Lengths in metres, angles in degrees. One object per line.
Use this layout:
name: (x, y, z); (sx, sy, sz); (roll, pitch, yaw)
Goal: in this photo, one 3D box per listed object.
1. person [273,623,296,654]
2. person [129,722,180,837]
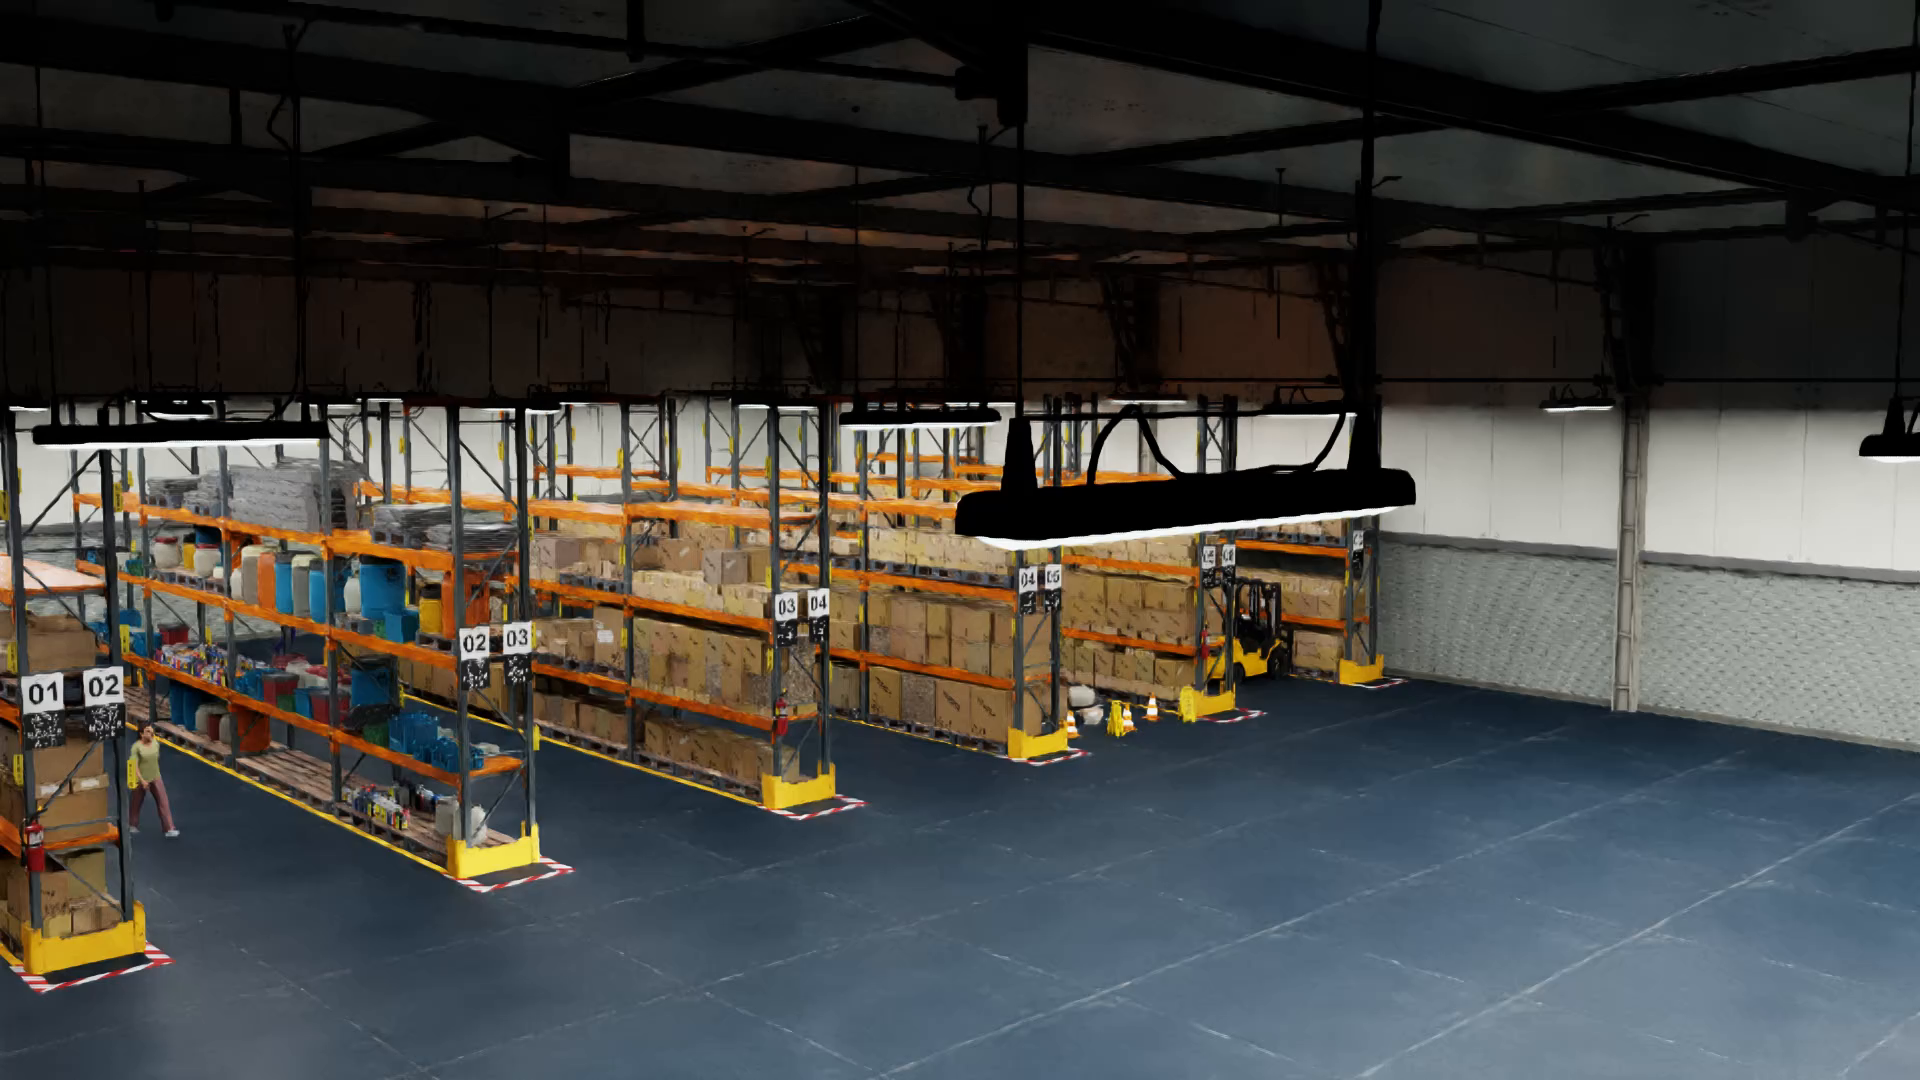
person: (-15.386, 1.857, 37.925); (0.520, 1.642, 0.560); (1, 6, 9)
person: (-11.221, 3.300, 22.954); (1.017, 1.605, 0.445); (4, 7, 38)
